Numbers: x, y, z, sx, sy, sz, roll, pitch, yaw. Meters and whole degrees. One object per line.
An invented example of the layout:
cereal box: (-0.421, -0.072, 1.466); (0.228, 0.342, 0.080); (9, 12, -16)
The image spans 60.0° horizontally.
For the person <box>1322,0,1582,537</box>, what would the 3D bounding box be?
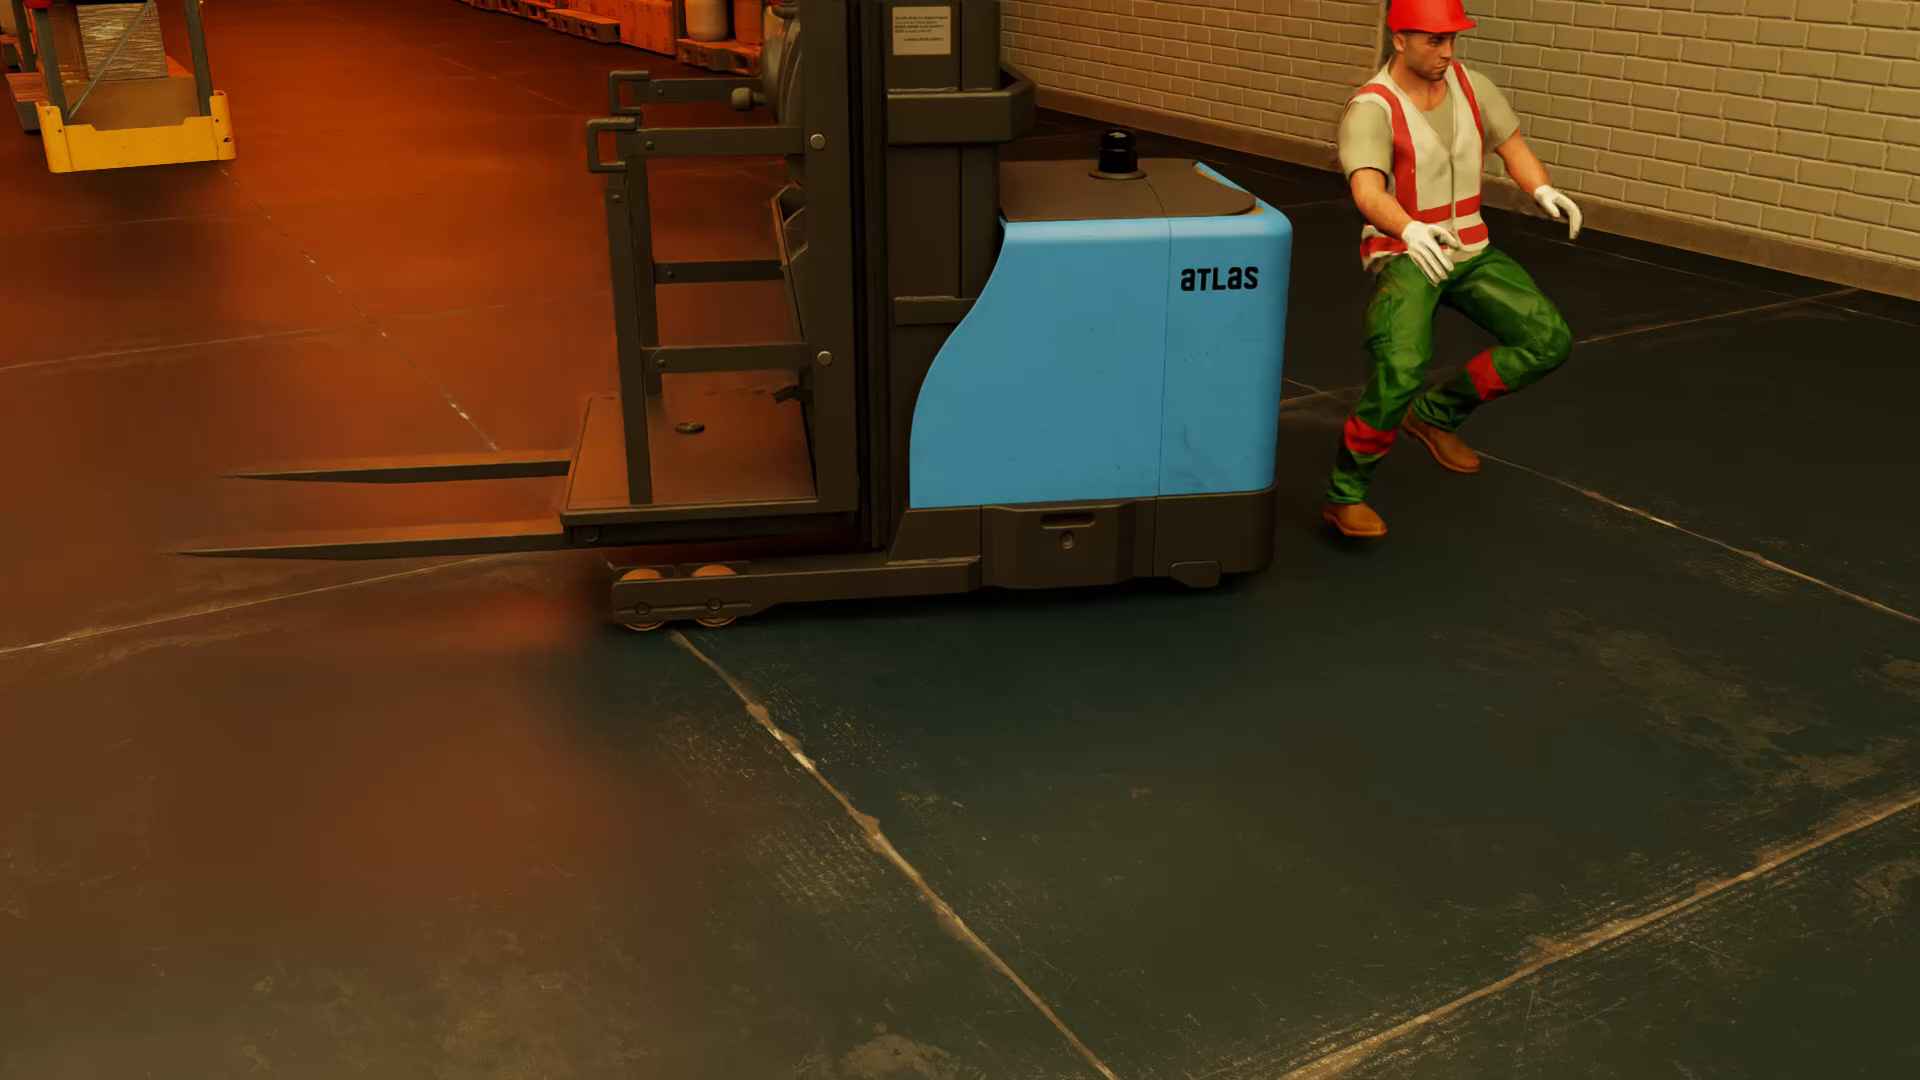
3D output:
person: (1.465, -0.839, 4.984); (0.803, 1.599, 0.740); (-11, 25, -24)

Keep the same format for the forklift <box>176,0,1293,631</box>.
forklift: (-0.654, -1.322, 4.495); (3.031, 2.935, 1.130); (-3, 22, -7)
